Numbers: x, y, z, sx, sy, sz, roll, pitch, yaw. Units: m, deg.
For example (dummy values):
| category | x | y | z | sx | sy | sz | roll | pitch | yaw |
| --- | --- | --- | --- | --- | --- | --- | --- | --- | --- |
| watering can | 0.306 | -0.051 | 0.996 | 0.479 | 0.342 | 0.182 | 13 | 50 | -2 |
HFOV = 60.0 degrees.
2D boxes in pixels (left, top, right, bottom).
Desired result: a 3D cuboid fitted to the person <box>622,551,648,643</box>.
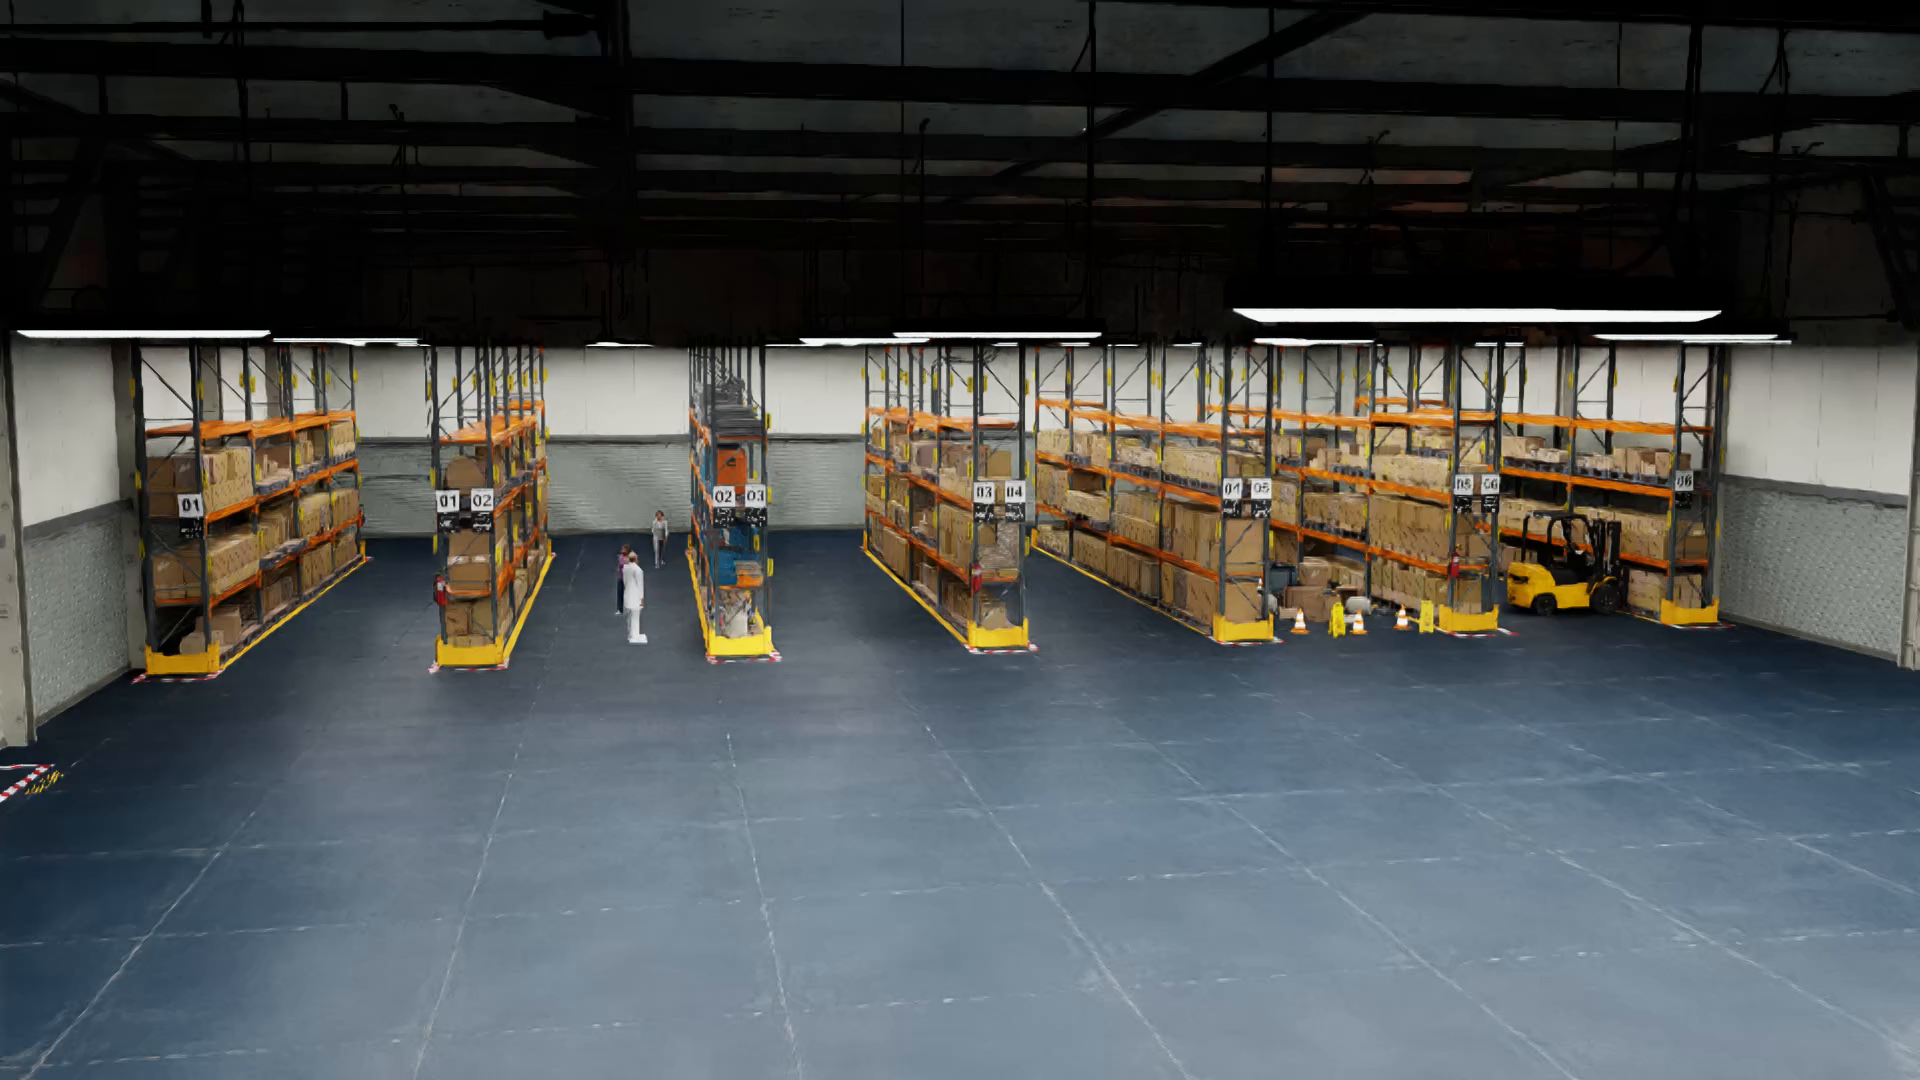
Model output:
| category | x | y | z | sx | sy | sz | roll | pitch | yaw |
| --- | --- | --- | --- | --- | --- | --- | --- | --- | --- |
| person | -6.320 | 1.103 | 32.498 | 0.495 | 1.788 | 0.629 | -6 | 9 | -41 |

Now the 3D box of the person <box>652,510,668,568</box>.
| category | x | y | z | sx | sy | sz | roll | pitch | yaw |
| --- | --- | --- | --- | --- | --- | --- | --- | --- | --- |
| person | -7.880 | -0.058 | 43.752 | 0.416 | 1.512 | 1.039 | -1 | 7 | -12 |

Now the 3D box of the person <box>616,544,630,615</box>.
| category | x | y | z | sx | sy | sz | roll | pitch | yaw |
| --- | --- | --- | --- | --- | --- | --- | --- | --- | --- |
| person | -7.216 | 0.832 | 35.972 | 0.408 | 1.533 | 0.961 | 0 | 7 | -2 |
